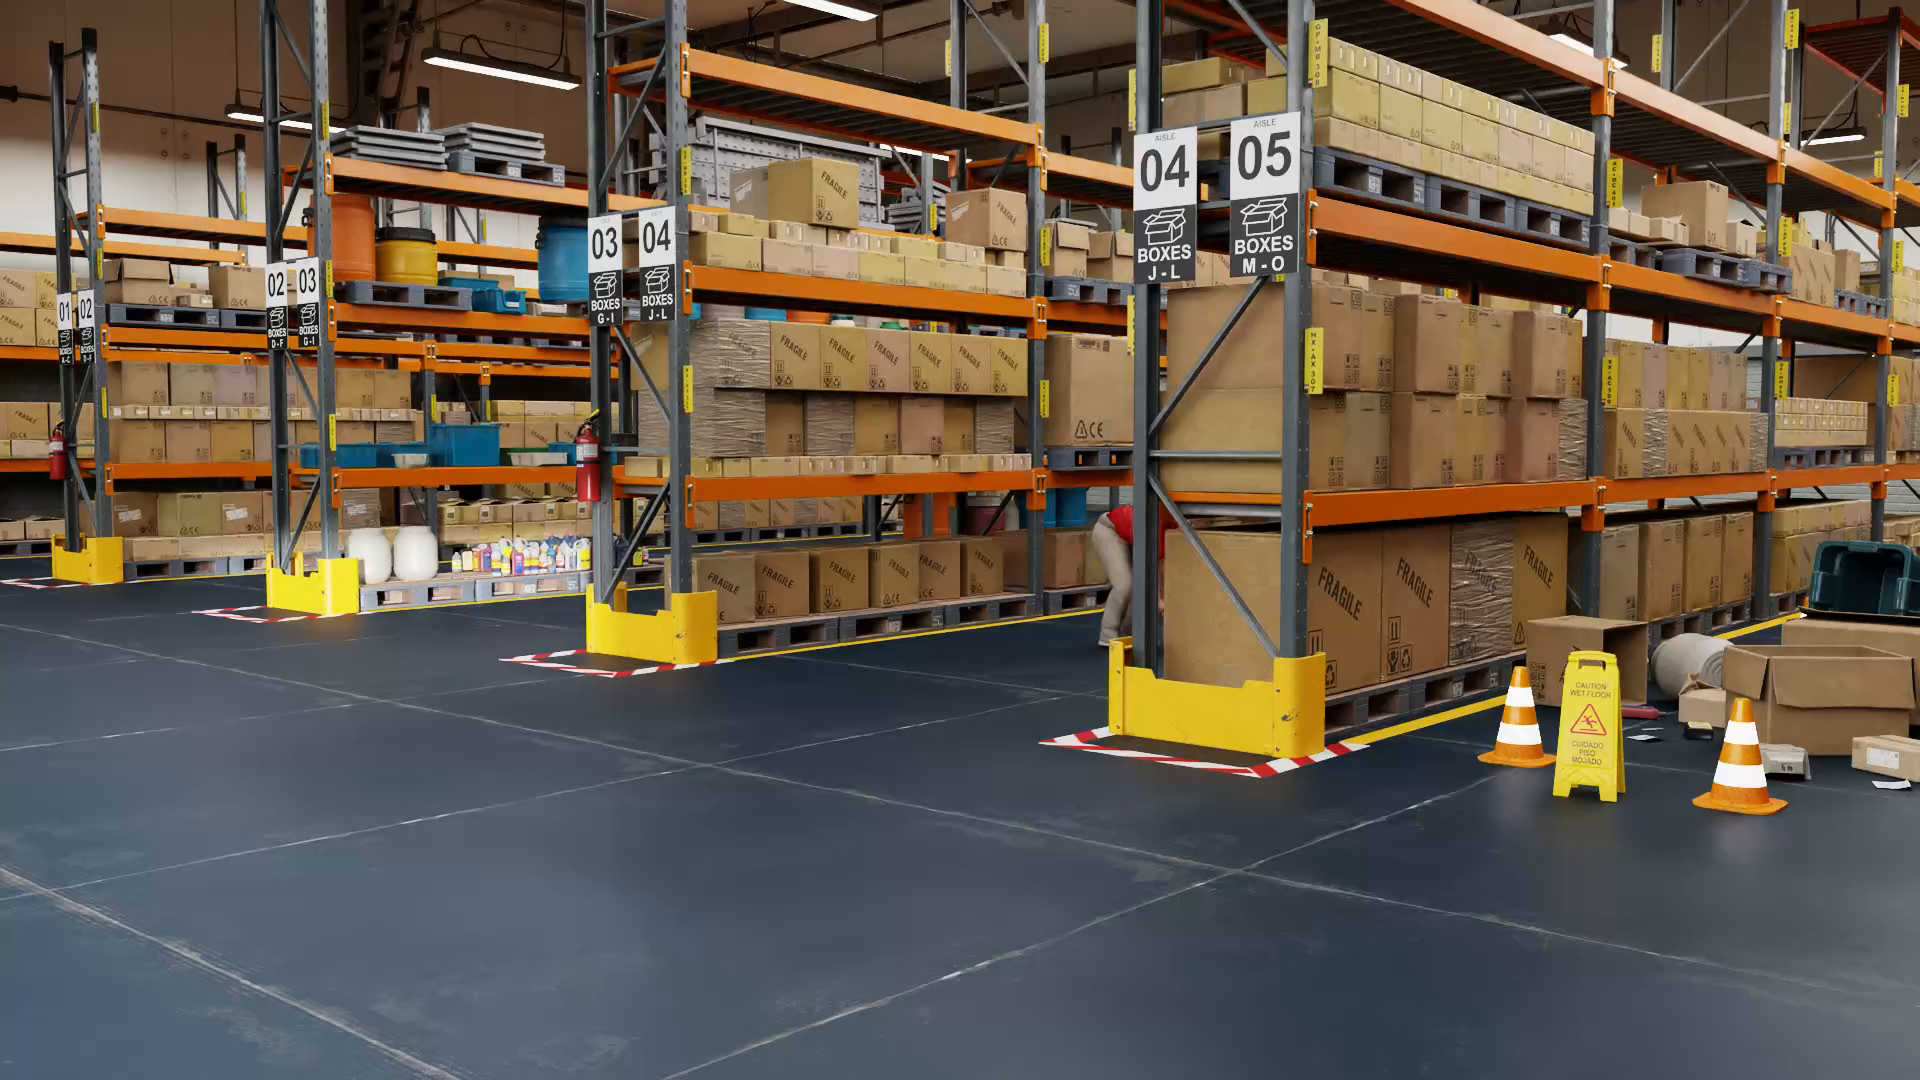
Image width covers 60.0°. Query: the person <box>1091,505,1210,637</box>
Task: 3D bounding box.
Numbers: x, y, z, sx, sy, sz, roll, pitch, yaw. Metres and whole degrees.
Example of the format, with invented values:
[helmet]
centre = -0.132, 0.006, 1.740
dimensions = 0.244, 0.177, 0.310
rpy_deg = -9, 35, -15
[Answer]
[person]
centre = 1.444, 0.230, 12.526
dimensions = 0.956, 1.023, 0.480
rpy_deg = 3, 5, 39
